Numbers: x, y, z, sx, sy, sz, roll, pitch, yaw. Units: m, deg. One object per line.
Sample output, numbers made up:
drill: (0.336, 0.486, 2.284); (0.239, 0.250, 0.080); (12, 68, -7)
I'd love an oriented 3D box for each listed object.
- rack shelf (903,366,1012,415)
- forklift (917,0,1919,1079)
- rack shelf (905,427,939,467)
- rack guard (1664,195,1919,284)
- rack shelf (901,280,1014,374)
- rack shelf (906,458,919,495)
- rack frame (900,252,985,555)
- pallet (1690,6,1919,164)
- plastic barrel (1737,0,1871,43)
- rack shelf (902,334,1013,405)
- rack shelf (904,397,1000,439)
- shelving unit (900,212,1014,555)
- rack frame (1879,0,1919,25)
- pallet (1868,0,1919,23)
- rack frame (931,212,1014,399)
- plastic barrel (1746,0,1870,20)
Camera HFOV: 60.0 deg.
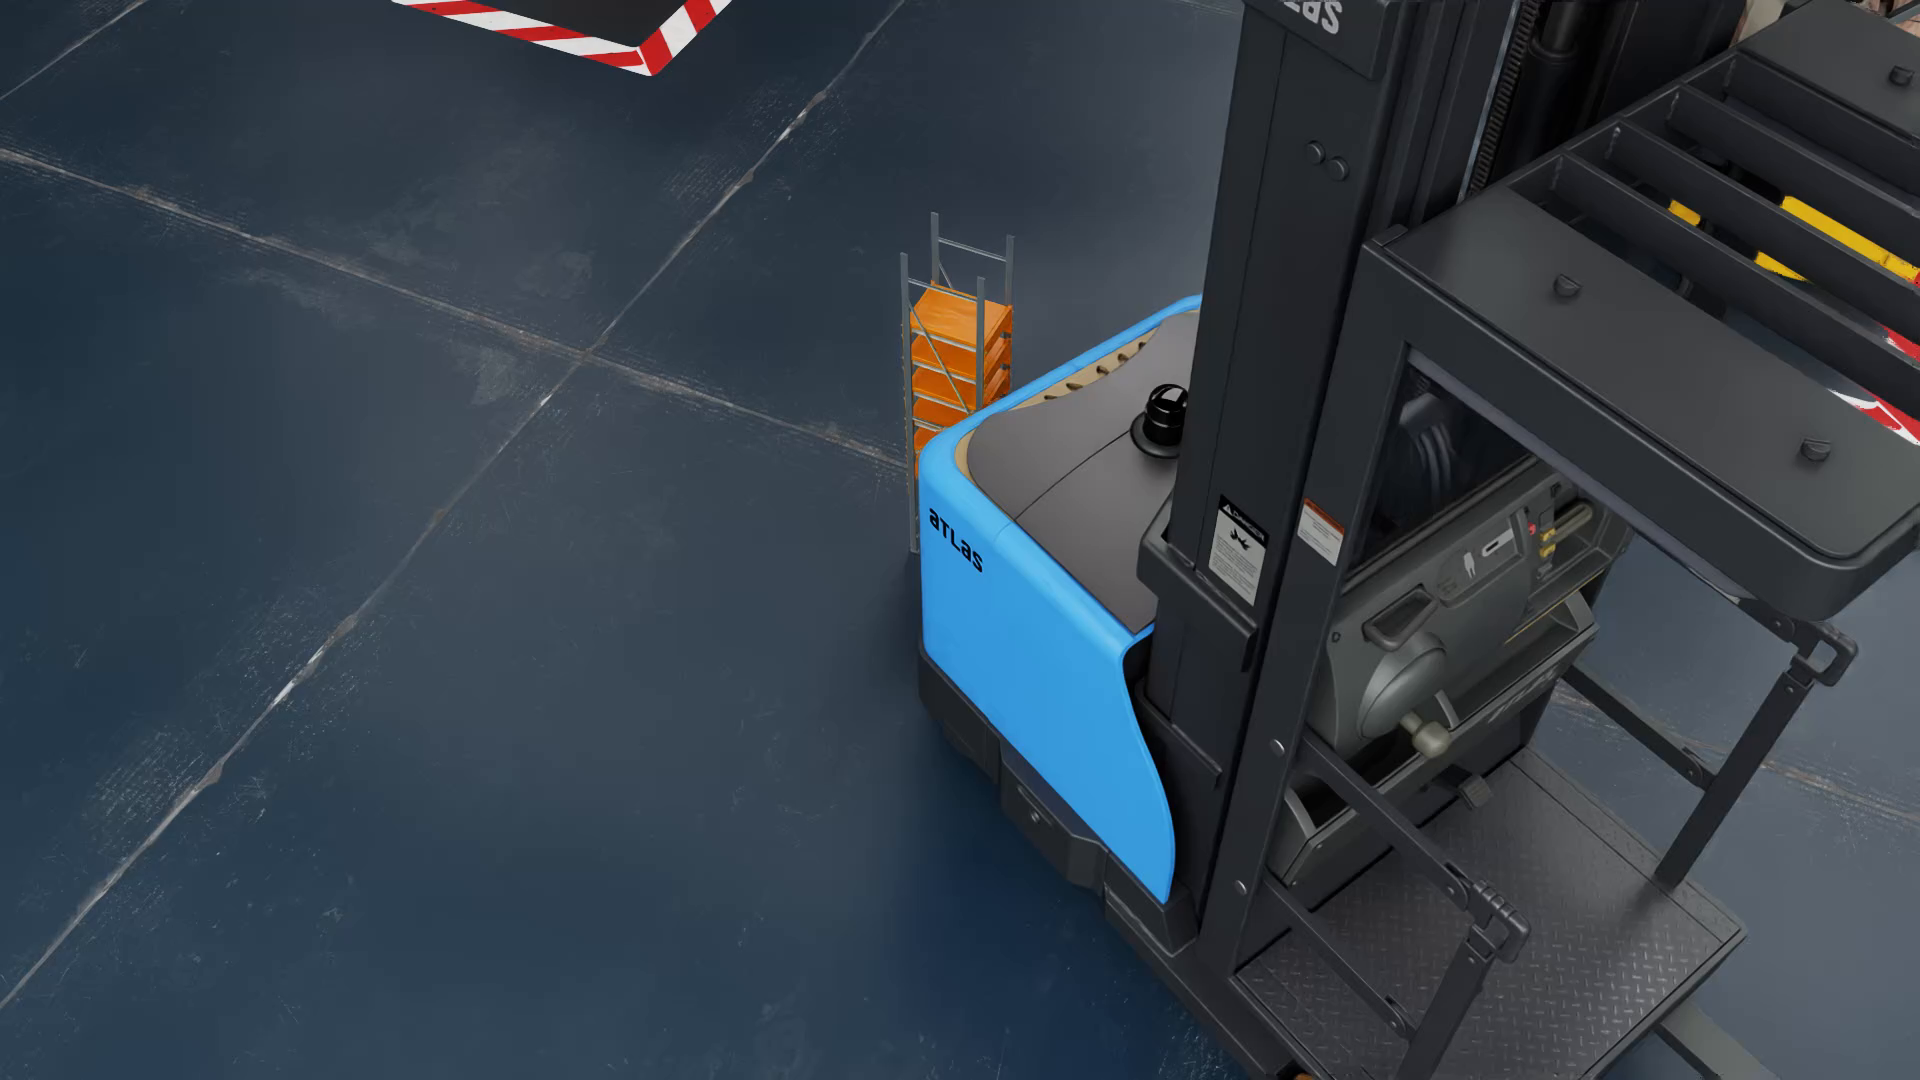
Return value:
rack shelf: (-0.006, -0.428, 4.727); (0.258, 0.103, 0.180); (20, 52, 16)
forklift: (1.180, 0.182, 3.171); (1.130, 2.935, 3.031); (-31, 56, -23)
rack shelf: (-0.006, -0.272, 4.910); (0.258, 0.103, 0.180); (20, 52, 16)
rack guard: (2.913, -1.294, 6.023); (1.175, 0.500, 0.348); (20, 52, 16)
rack shelf: (-0.006, -0.583, 4.544); (0.258, 0.103, 0.180); (20, 52, 16)
rack shelf: (-0.006, -0.195, 5.001); (0.258, 0.103, 0.180); (20, 52, 16)
rack frame: (-0.045, -0.316, 4.731); (0.240, 1.200, 0.006); (20, 52, 16)
pallet: (3.265, -1.758, 6.607); (1.003, 0.211, 1.213); (20, 52, 16)
plastic barrel: (3.135, -1.844, 6.208); (0.421, 0.512, 0.421); (0, 50, 0)
rack shelf: (-0.006, -0.506, 4.636); (0.258, 0.103, 0.180); (20, 52, 16)
rack shelf: (-0.006, -0.350, 4.818); (0.258, 0.103, 0.180); (20, 52, 16)
shelving unit: (-0.006, -0.379, 4.785); (0.258, 1.200, 0.189); (20, 52, 16)
rack frame: (2.923, -2.036, 5.013); (1.000, 3.000, 0.127); (20, 52, 16)
pallet: (3.787, -2.595, 7.320); (1.003, 0.211, 1.213); (20, 52, 16)
rack frame: (0.033, -0.442, 4.838); (0.240, 1.200, 0.006); (20, 52, 16)
plastic barrel: (3.349, -2.189, 6.501); (0.421, 0.512, 0.421); (0, 50, 0)
